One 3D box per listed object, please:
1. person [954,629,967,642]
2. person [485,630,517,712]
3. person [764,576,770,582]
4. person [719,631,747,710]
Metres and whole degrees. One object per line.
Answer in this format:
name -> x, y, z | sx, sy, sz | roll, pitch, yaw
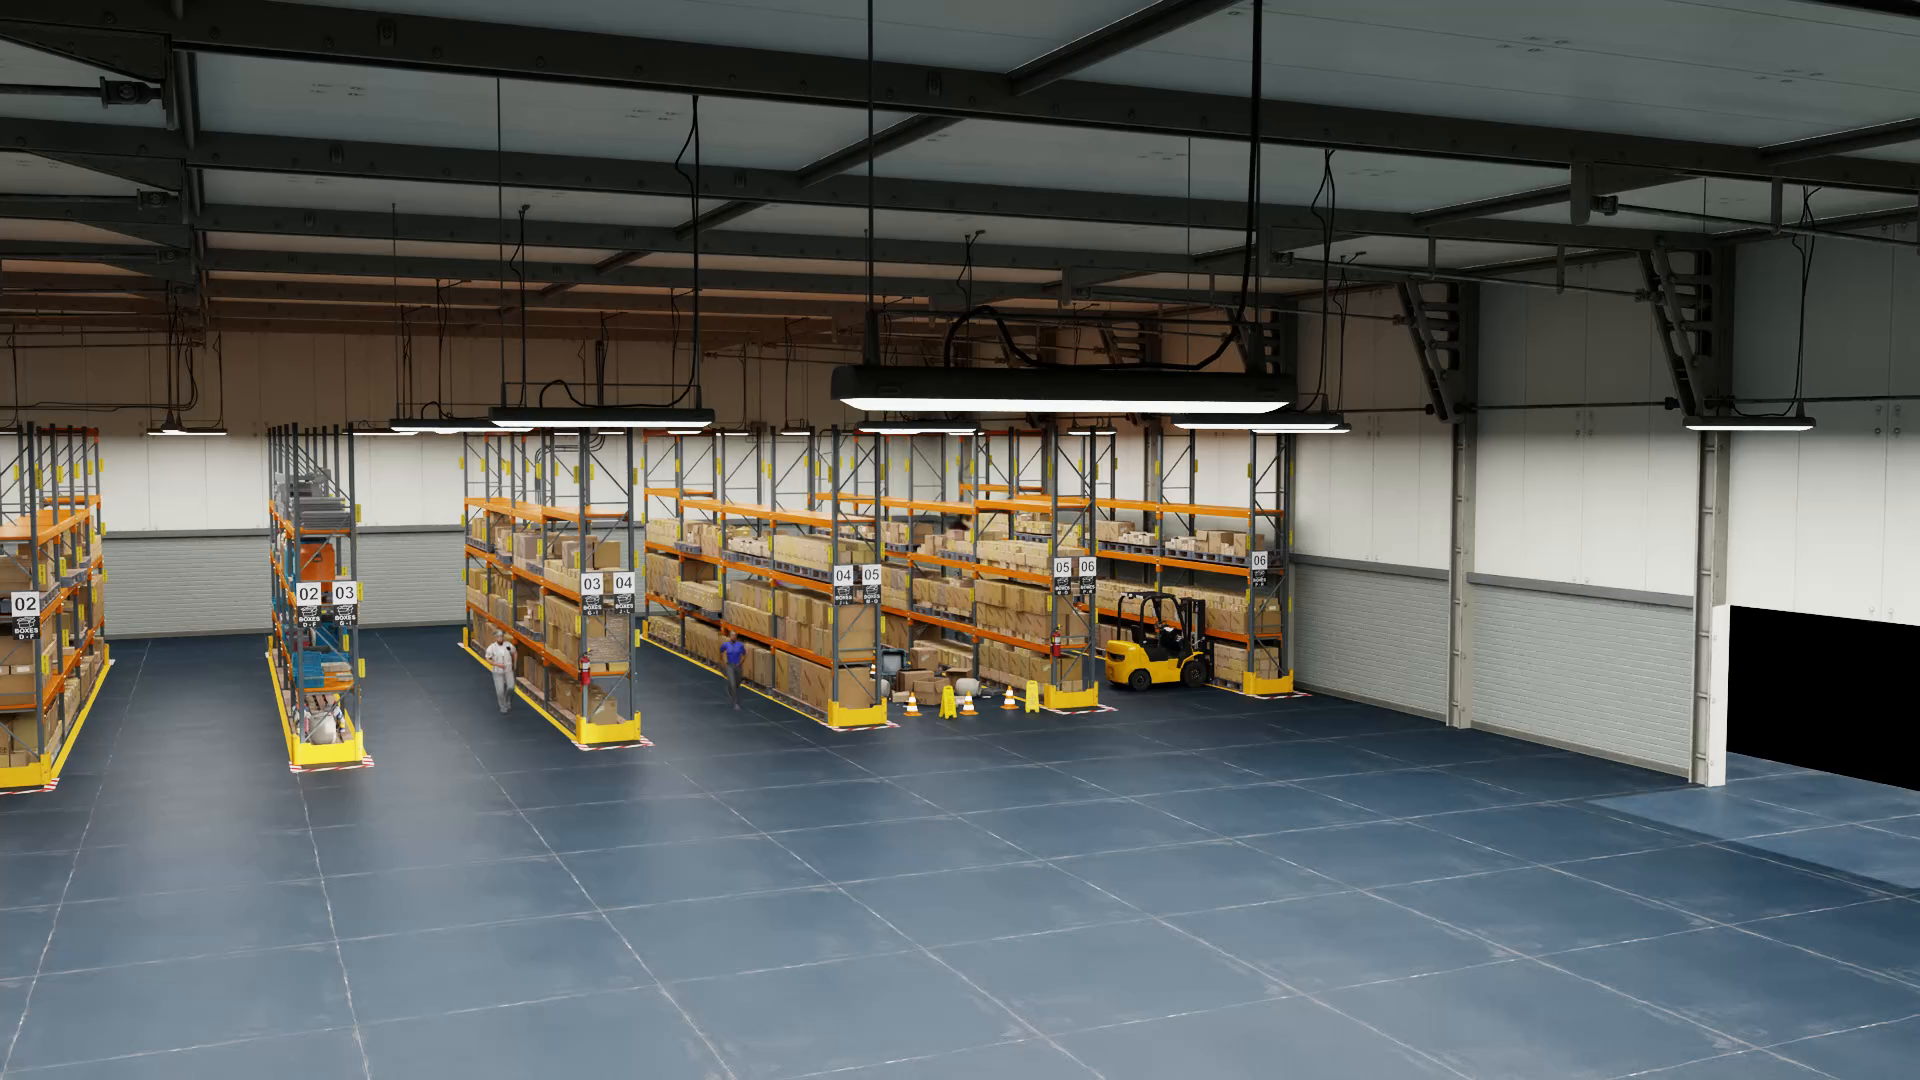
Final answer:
person -> -0.004, 2.051, 45.992 | 0.700, 1.761, 0.872 | -2, 4, -33
person -> -9.555, 2.733, 34.740 | 0.683, 1.743, 0.570 | -2, 4, -24
person -> -5.797, 1.777, 50.361 | 0.863, 1.746, 0.698 | -2, 4, -32
person -> -4.835, 2.758, 35.495 | 0.547, 1.670, 1.069 | -2, 4, -26
